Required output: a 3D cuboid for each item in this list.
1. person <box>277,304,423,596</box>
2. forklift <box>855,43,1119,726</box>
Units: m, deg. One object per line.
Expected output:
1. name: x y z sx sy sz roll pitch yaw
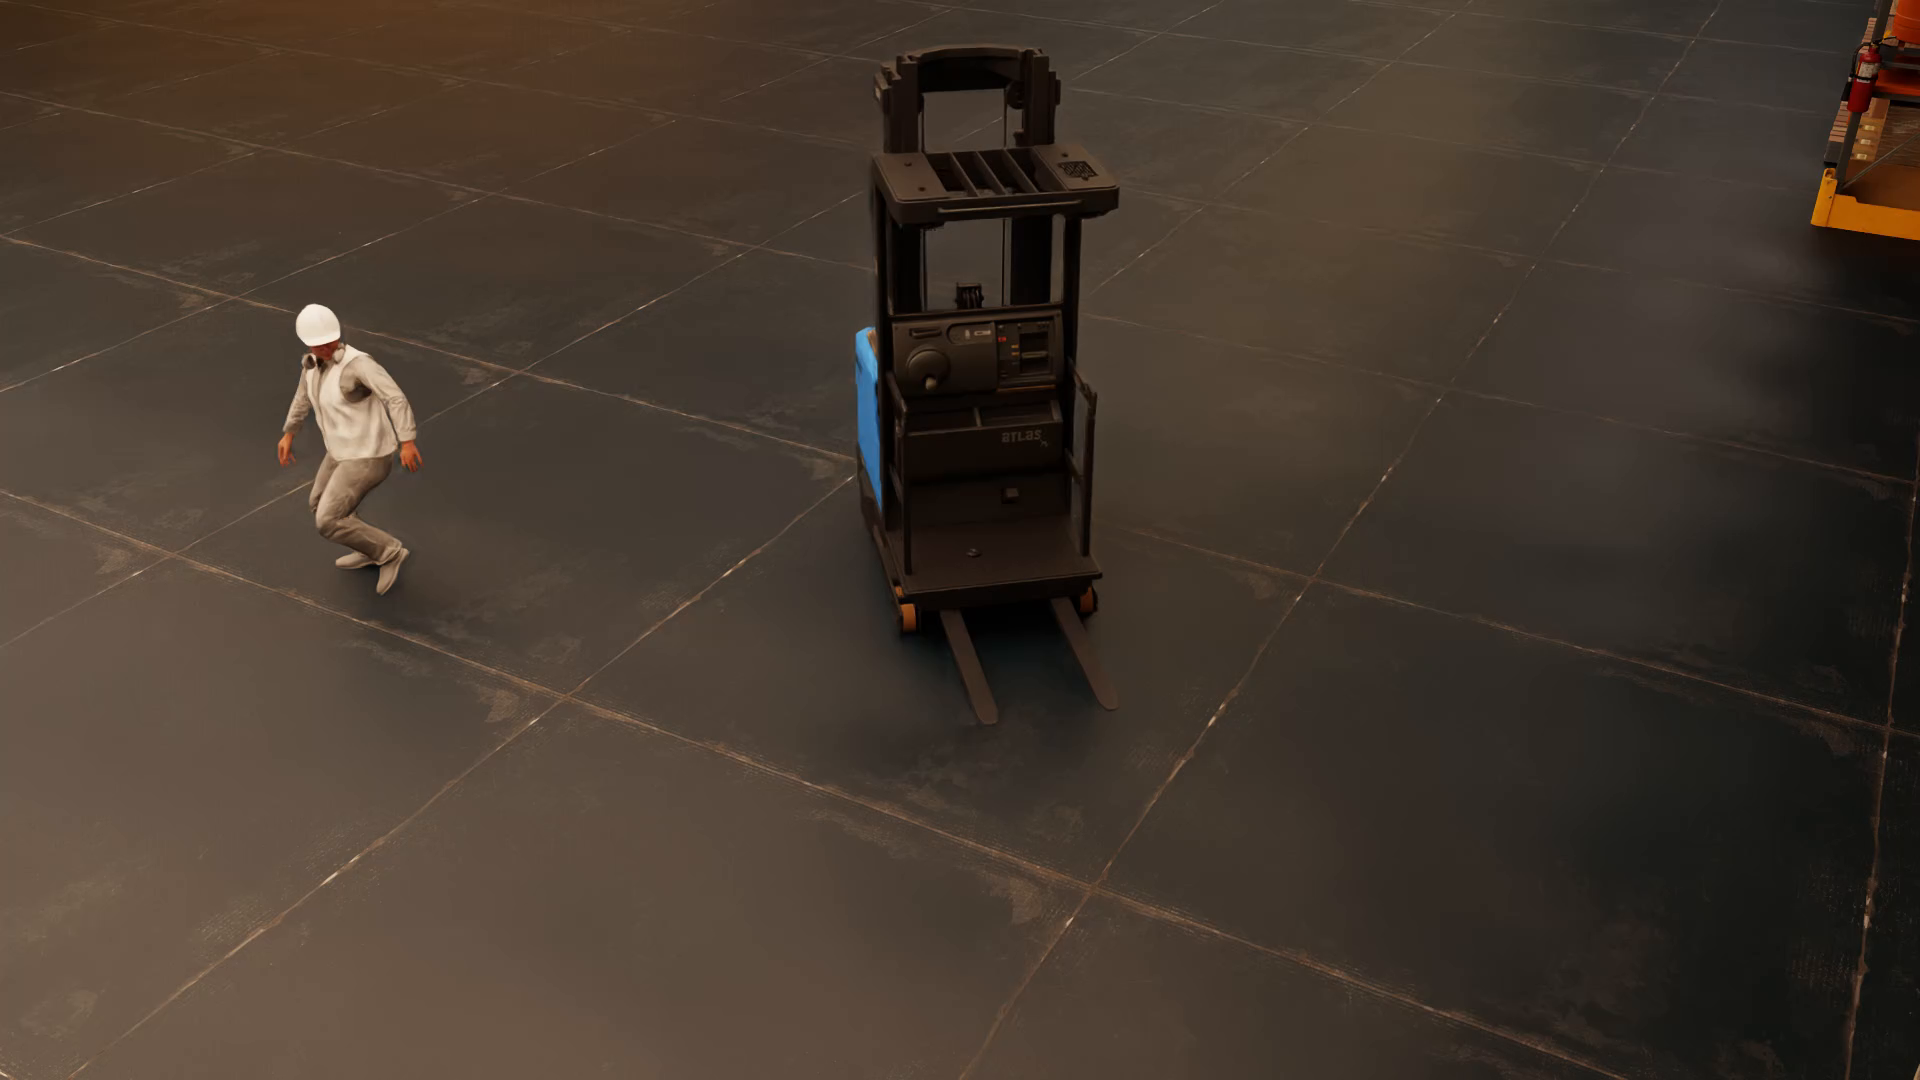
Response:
1. person: -3.400 -0.506 9.221 0.608 1.674 0.792 -21 36 -32
2. forklift: 0.146 -0.960 8.735 1.130 2.935 3.031 -6 30 -10
